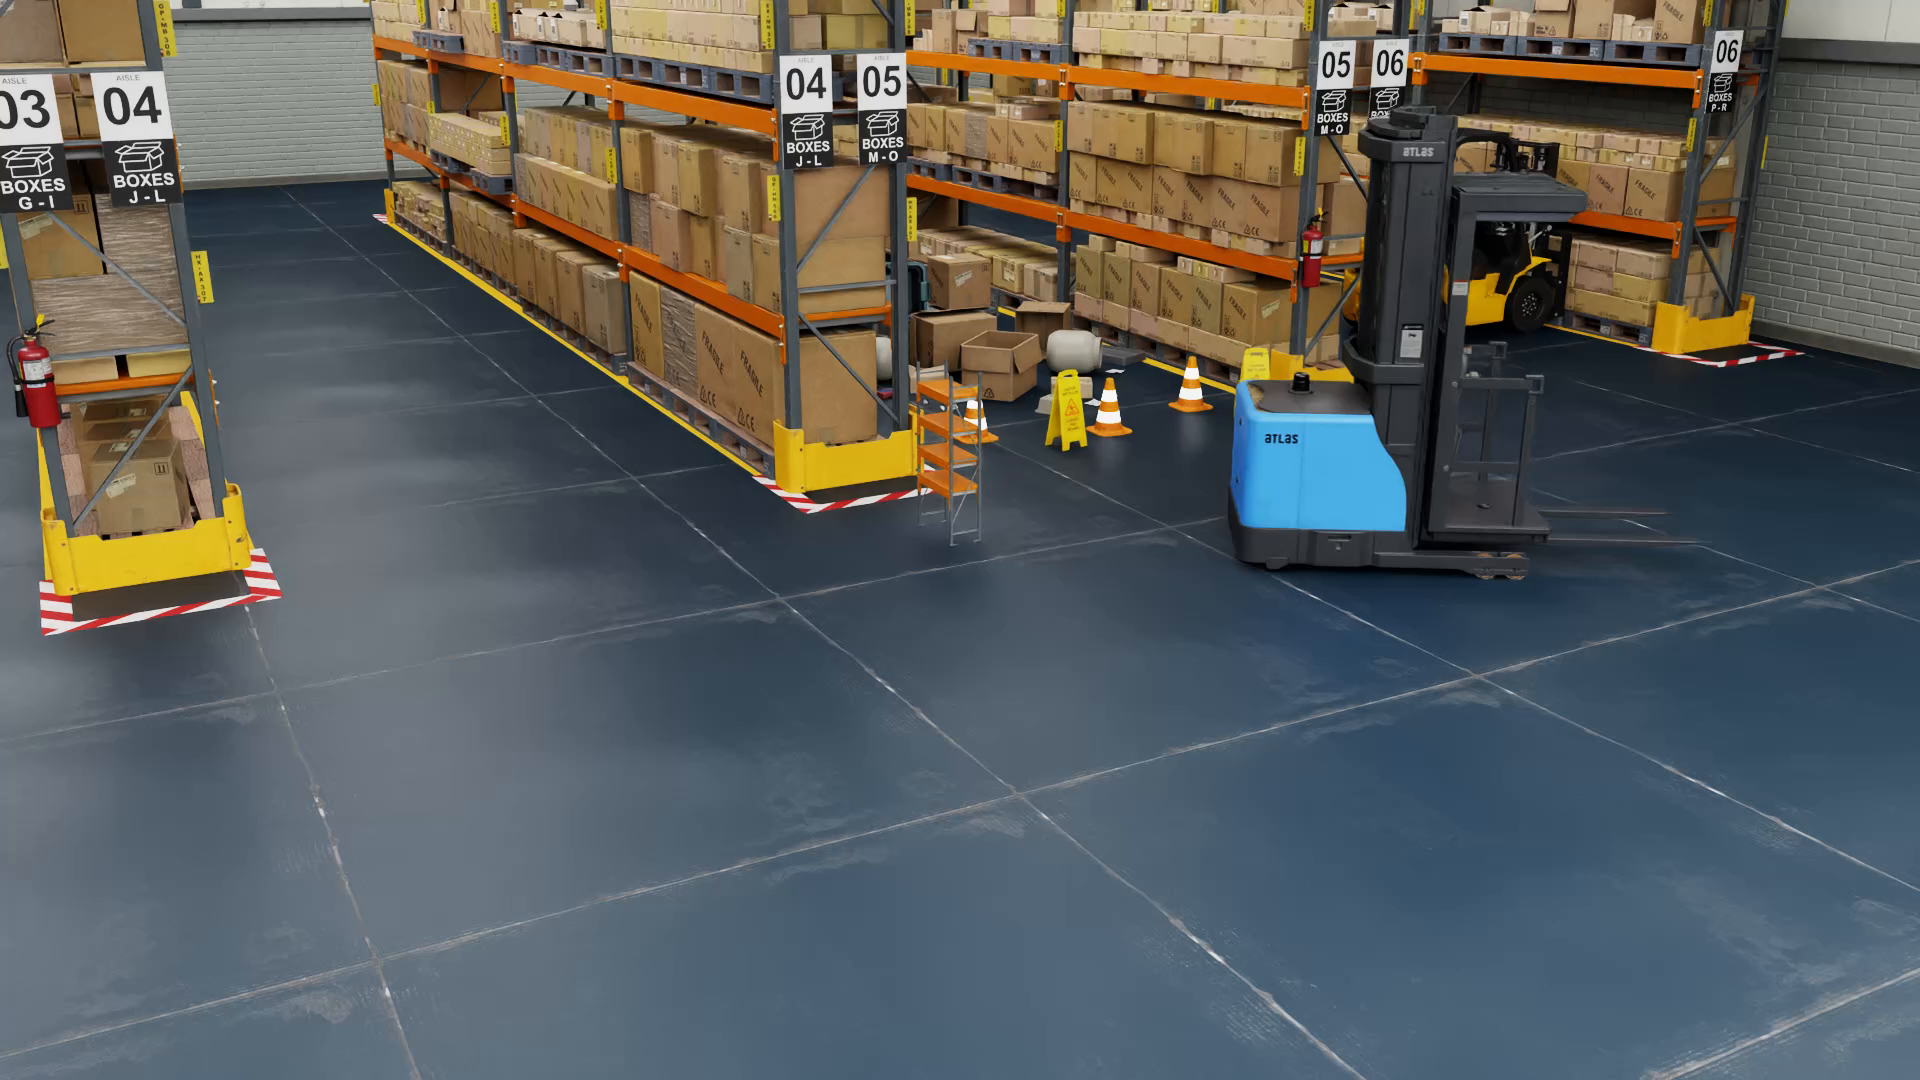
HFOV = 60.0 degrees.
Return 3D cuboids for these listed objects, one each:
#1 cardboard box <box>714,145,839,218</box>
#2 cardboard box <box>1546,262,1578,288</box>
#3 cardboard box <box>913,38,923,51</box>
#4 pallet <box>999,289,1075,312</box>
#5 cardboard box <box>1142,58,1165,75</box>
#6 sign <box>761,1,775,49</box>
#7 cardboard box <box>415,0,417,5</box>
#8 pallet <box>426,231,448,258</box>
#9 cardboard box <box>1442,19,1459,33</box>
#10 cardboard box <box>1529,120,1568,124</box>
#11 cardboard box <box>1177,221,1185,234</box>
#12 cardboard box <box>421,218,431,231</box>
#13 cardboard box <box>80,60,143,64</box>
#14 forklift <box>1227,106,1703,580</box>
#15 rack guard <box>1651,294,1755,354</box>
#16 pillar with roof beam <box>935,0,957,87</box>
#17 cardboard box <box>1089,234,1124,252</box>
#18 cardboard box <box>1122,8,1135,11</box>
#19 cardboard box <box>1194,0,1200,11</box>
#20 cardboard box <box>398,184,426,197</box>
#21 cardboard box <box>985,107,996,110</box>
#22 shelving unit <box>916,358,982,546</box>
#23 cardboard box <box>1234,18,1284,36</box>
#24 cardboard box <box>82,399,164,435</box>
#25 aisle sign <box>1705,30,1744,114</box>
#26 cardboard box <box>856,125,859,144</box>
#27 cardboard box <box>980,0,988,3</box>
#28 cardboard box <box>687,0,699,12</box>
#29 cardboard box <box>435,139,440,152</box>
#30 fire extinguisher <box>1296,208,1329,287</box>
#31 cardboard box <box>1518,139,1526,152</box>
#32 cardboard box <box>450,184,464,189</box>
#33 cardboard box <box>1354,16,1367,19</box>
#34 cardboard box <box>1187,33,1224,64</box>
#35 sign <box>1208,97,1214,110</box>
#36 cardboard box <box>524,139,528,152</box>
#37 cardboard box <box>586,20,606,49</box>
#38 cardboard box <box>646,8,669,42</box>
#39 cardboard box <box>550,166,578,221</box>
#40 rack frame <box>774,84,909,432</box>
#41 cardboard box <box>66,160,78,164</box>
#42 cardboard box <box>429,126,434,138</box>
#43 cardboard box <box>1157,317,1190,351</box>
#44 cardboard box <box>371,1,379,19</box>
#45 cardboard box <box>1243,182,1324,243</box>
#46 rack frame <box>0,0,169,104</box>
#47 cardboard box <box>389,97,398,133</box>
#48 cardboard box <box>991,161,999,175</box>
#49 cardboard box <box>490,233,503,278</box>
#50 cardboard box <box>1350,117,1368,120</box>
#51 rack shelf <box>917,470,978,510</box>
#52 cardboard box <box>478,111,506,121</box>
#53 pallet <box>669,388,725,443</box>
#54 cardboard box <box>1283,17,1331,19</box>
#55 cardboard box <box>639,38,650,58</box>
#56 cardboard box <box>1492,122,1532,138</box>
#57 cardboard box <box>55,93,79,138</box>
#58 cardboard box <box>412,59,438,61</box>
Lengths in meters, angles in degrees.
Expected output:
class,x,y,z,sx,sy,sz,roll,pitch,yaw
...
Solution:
class,x,y,z,sx,sy,sz,roll,pitch,yaw
cardboard box,-1.499,-2.930,13.638,0.875,0.550,0.550,-10,21,-27
cardboard box,6.809,-2.993,18.512,0.500,0.250,0.500,-11,22,-28
cardboard box,-0.358,-6.185,20.744,0.380,0.149,0.250,-10,21,-27
pallet,1.170,-2.759,19.305,1.003,0.211,1.213,-10,21,-27
cardboard box,2.008,-4.642,16.273,0.380,0.149,0.250,-10,22,-28
sign,-1.352,-3.629,11.716,0.100,0.325,0.005,-10,21,-27
cardboard box,-7.090,-7.249,22.294,0.380,0.149,0.250,-9,21,-25
pallet,-6.916,-4.224,23.550,1.003,0.211,1.213,-10,21,-27
cardboard box,5.853,-5.993,19.391,0.380,0.149,0.250,-9,21,-26
cardboard box,6.825,-4.782,19.287,0.380,0.149,0.250,-10,22,-28
cardboard box,2.366,-3.103,16.412,0.380,0.149,0.250,-10,21,-27
cardboard box,-7.544,-4.563,23.983,0.380,0.149,0.250,-10,21,-27
cardboard box,-5.653,-3.124,11.106,0.380,0.149,0.250,-10,21,-27
forklift,3.388,-1.305,10.920,3.031,2.935,1.130,1,19,4
rack guard,7.819,-2.287,17.494,1.175,0.500,0.348,-10,21,-27
pillar with roof beam,-4.066,-11.152,30.154,9.100,9.000,0.400,-10,21,-27
cardboard box,1.590,-3.158,17.612,0.380,0.149,0.250,-10,21,-26
cardboard box,2.653,-7.881,24.862,0.380,0.149,0.250,-9,21,-25
cardboard box,3.553,-7.593,23.603,0.380,0.149,0.250,-11,22,-28
cardboard box,-8.272,-5.280,25.149,0.380,0.149,0.250,-10,21,-27
cardboard box,0.598,-5.010,20.299,0.500,0.500,0.500,-12,22,-30
shelving unit,-0.079,-0.615,11.573,0.258,1.200,0.503,-10,21,-27
cardboard box,2.719,-4.665,15.116,0.380,0.149,0.250,-10,21,-26
cardboard box,-6.157,-0.719,12.304,0.500,0.500,0.500,-8,21,-22
aisle sign,7.580,-4.641,16.496,0.394,0.787,0.004,-10,21,-27
cardboard box,-1.059,-5.414,22.187,0.500,0.250,0.500,-11,22,-28
cardboard box,0.675,-9.336,28.497,0.500,0.250,0.500,-10,22,-27
cardboard box,-1.930,-4.241,13.092,0.380,0.149,0.250,-10,22,-27
cardboard box,-6.647,-5.172,21.762,0.380,0.149,0.250,-10,21,-26
fire extinguisher,3.089,-2.565,14.586,0.296,0.674,0.183,-10,21,-27
cardboard box,6.410,-4.474,18.851,0.380,0.149,0.250,-11,22,-28
cardboard box,-7.620,-5.303,25.216,0.380,0.149,0.250,-11,22,-29
cardboard box,5.118,-6.438,20.680,0.380,0.149,0.250,-10,21,-27
cardboard box,2.472,-4.592,15.515,0.500,0.250,0.500,-9,21,-25
sign,3.535,-6.196,23.334,0.100,0.325,0.005,-10,21,-27
cardboard box,-5.100,-4.823,20.296,0.380,0.149,0.250,-10,21,-26
cardboard box,-3.243,-4.829,15.863,0.500,0.250,0.500,-10,21,-26
cardboard box,-2.301,-4.319,13.928,0.500,0.250,0.500,-10,22,-27
cardboard box,-3.973,-3.650,17.457,0.500,0.500,0.500,-10,22,-27
rack frame,-0.868,-1.910,12.569,1.000,3.000,0.127,-10,21,-27
cardboard box,-6.715,-2.524,12.206,0.500,0.500,0.500,-10,21,-27
cardboard box,-6.784,-5.391,21.942,0.380,0.149,0.250,-10,21,-26
cardboard box,2.327,-2.094,16.674,0.500,0.250,0.500,-11,22,-29
cardboard box,-8.481,-7.918,24.843,0.500,0.250,0.500,-10,21,-26
cardboard box,2.940,-3.007,15.138,0.500,0.500,0.500,-10,22,-28
rack frame,-5.281,-4.007,9.448,1.000,3.000,0.127,-10,21,-27
cardboard box,-8.219,-6.370,24.884,0.500,0.500,0.500,-10,21,-27
cardboard box,0.582,-4.334,19.335,0.380,0.149,0.250,-10,21,-27
cardboard box,-5.453,-3.522,20.427,0.500,0.500,0.500,-9,21,-24
cardboard box,5.031,-5.331,21.336,0.380,0.149,0.250,-11,22,-28
rack shelf,-0.079,-0.363,11.660,0.258,0.148,0.480,-10,21,-27
cardboard box,-6.204,-5.631,22.181,0.380,0.149,0.250,-9,21,-24
pallet,-1.892,-1.159,14.668,1.003,0.211,1.213,-10,21,-27
cardboard box,3.199,-4.751,15.364,0.380,0.149,0.250,-10,21,-27
cardboard box,-2.533,-4.229,14.277,0.380,0.149,0.250,-10,22,-28
cardboard box,6.309,-4.688,19.016,0.380,0.149,0.250,-10,22,-28
cardboard box,-5.733,-2.617,10.249,0.500,0.250,0.500,-9,21,-25
cardboard box,-8.029,-7.071,25.383,0.500,0.500,0.500,-10,22,-28
